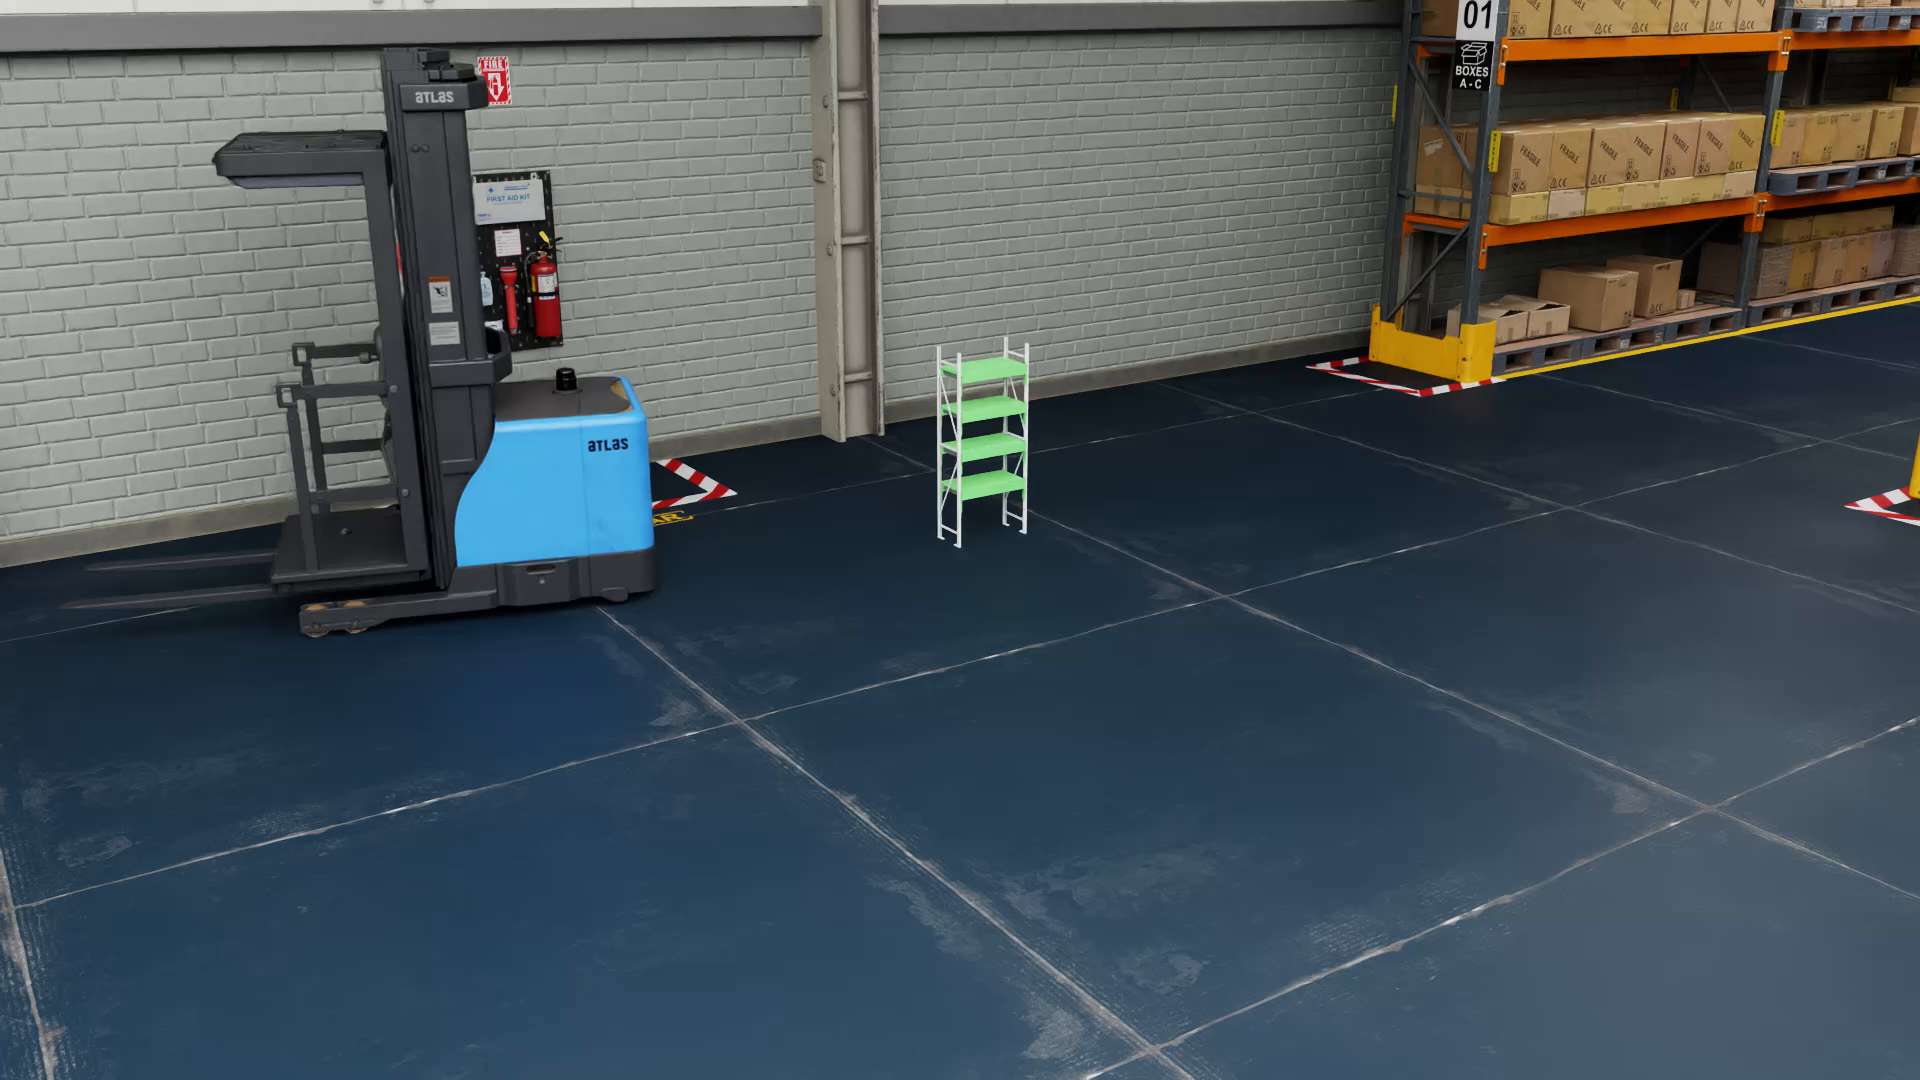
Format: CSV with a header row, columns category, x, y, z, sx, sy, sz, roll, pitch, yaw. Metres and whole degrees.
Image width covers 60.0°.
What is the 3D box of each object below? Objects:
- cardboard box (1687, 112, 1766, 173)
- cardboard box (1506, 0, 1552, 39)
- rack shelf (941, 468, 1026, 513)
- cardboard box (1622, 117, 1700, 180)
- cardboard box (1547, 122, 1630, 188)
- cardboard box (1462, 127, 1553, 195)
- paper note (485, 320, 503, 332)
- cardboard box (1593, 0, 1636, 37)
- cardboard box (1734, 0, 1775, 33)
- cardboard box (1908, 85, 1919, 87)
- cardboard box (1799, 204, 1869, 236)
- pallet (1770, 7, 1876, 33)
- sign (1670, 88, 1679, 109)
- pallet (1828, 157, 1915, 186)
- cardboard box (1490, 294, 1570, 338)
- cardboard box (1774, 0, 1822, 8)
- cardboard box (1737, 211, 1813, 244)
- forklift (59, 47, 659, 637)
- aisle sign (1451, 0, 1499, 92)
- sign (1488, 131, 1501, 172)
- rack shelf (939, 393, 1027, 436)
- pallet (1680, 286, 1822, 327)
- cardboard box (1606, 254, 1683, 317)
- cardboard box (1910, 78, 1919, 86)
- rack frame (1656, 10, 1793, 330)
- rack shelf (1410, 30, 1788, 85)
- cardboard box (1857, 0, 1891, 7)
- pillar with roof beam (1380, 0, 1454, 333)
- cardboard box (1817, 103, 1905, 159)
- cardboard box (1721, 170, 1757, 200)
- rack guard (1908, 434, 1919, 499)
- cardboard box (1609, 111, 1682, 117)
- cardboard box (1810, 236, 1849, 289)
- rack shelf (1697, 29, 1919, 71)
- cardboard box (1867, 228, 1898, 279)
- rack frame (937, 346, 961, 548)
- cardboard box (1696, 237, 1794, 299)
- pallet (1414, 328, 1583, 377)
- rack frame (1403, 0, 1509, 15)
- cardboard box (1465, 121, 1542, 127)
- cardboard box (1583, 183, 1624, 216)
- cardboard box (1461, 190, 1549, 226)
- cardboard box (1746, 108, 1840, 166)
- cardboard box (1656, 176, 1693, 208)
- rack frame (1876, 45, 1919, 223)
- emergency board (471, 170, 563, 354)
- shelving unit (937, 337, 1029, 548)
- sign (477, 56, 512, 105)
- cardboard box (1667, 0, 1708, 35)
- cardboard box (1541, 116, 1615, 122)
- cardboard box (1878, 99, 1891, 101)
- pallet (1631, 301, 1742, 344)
category,x,y,z,sx,sy,sz,roll,pitch,yaw
cardboard box,7.201,-3.760,15.714,0.500,0.500,0.500,-12,22,-32
cardboard box,4.502,-4.397,13.697,0.500,0.500,0.500,-11,22,-30
rack shelf,0.138,-0.310,10.236,0.480,0.148,0.258,-12,22,-31
cardboard box,6.361,-3.584,15.196,0.500,0.500,0.500,-13,22,-33
cardboard box,5.503,-3.399,14.646,0.500,0.500,0.500,-13,22,-33
cardboard box,4.649,-3.225,14.132,0.500,0.500,0.500,-12,22,-31
paper note,-3.088,-1.370,10.989,0.142,0.148,0.016,-12,22,-31
cardboard box,5.402,-4.575,14.222,0.500,0.500,0.500,-11,21,-29
cardboard box,7.138,-4.954,15.345,0.500,0.500,0.500,-11,22,-30
cardboard box,10.495,-4.831,17.995,0.250,0.149,0.380,-16,24,-38
cardboard box,9.257,-3.400,17.663,0.500,0.250,0.500,-12,22,-32
pallet,8.000,-5.044,16.091,1.003,0.211,1.213,-12,22,-31
sign,7.118,-4.328,16.556,0.005,0.325,0.100,-12,22,-31
pallet,9.136,-3.886,17.355,1.213,0.211,1.003,-12,22,-31
cardboard box,5.189,-2.060,15.167,0.500,0.311,0.500,-10,21,-27
cardboard box,7.927,-5.374,15.962,0.500,0.500,0.500,-9,20,-24
cardboard box,8.398,-3.224,17.143,0.500,0.250,0.500,-12,22,-33
forklift,-3.254,-1.067,8.823,3.031,2.935,1.130,-5,19,-16
aisle sign,4.190,-4.066,13.529,0.004,0.787,0.394,-12,22,-31
sign,4.384,-3.192,13.653,0.005,0.325,0.100,-12,22,-31
rack shelf,0.138,-0.764,10.082,0.480,0.148,0.258,-12,22,-31
pallet,8.075,-2.449,17.158,1.213,0.211,1.003,-12,22,-31
cardboard box,6.581,-2.463,16.062,0.500,0.500,0.500,-14,23,-35
cardboard box,11.003,-5.039,18.643,0.500,0.250,0.500,-11,22,-30
rack frame,7.426,-3.632,16.304,0.127,3.000,1.000,-12,22,-31
rack shelf,5.756,-4.360,14.897,4.000,0.370,1.077,-12,22,-31
cardboard box,8.957,-5.591,16.605,0.500,0.500,0.500,-13,23,-33
pillar with roof beam,6.562,-4.973,10.903,0.400,9.000,9.100,-12,22,-31
cardboard box,9.351,-4.281,17.382,0.500,0.500,0.700,-12,22,-31
cardboard box,7.197,-3.406,15.839,0.500,0.250,0.500,-12,22,-31
rack guard,6.793,-0.415,10.691,0.348,0.500,1.175,-12,22,-31
cardboard box,6.485,-3.809,15.859,0.500,0.500,0.500,-12,22,-32
cardboard box,8.884,-2.974,17.574,0.500,0.500,0.700,-12,22,-31
rack shelf,9.096,-5.064,16.981,4.000,0.370,1.077,-12,22,-31
cardboard box,9.700,-3.160,18.126,0.500,0.500,0.700,-12,22,-31
rack frame,-0.066,-0.555,10.012,0.015,1.200,0.240,-12,22,-31
cardboard box,8.032,-2.790,17.031,0.500,0.500,0.700,-11,22,-30
pallet,4.847,-1.753,15.102,1.213,0.211,1.003,-12,22,-31
rack frame,4.085,-5.769,13.260,0.127,3.000,1.000,-12,22,-31
cardboard box,4.788,-3.447,14.789,0.500,0.500,0.500,-12,22,-31
cardboard box,5.522,-3.050,14.787,0.500,0.250,0.500,-12,22,-32
cardboard box,4.668,-2.867,14.244,0.500,0.250,0.500,-13,22,-33
cardboard box,8.341,-4.065,16.742,0.500,0.500,0.700,-9,21,-26
cardboard box,6.365,-3.228,15.311,0.500,0.250,0.500,-12,22,-32
rack frame,10.767,-4.337,18.388,0.127,3.000,1.000,-12,22,-31
emergency board,-2.902,-1.800,10.886,0.643,1.169,0.194,-12,22,-31
shelving unit,0.138,-0.598,10.139,0.503,1.200,0.258,-12,22,-31
sign,-2.963,-2.924,10.589,0.199,0.298,0.001,-12,22,-31
cardboard box,6.269,-4.761,14.774,0.500,0.500,0.500,-13,23,-33
cardboard box,5.638,-3.628,15.324,0.500,0.500,0.500,-12,22,-31
cardboard box,10.380,-4.507,18.049,0.500,0.500,0.700,-15,24,-38
pallet,6.885,-2.183,16.373,1.213,0.211,1.003,-12,22,-31
